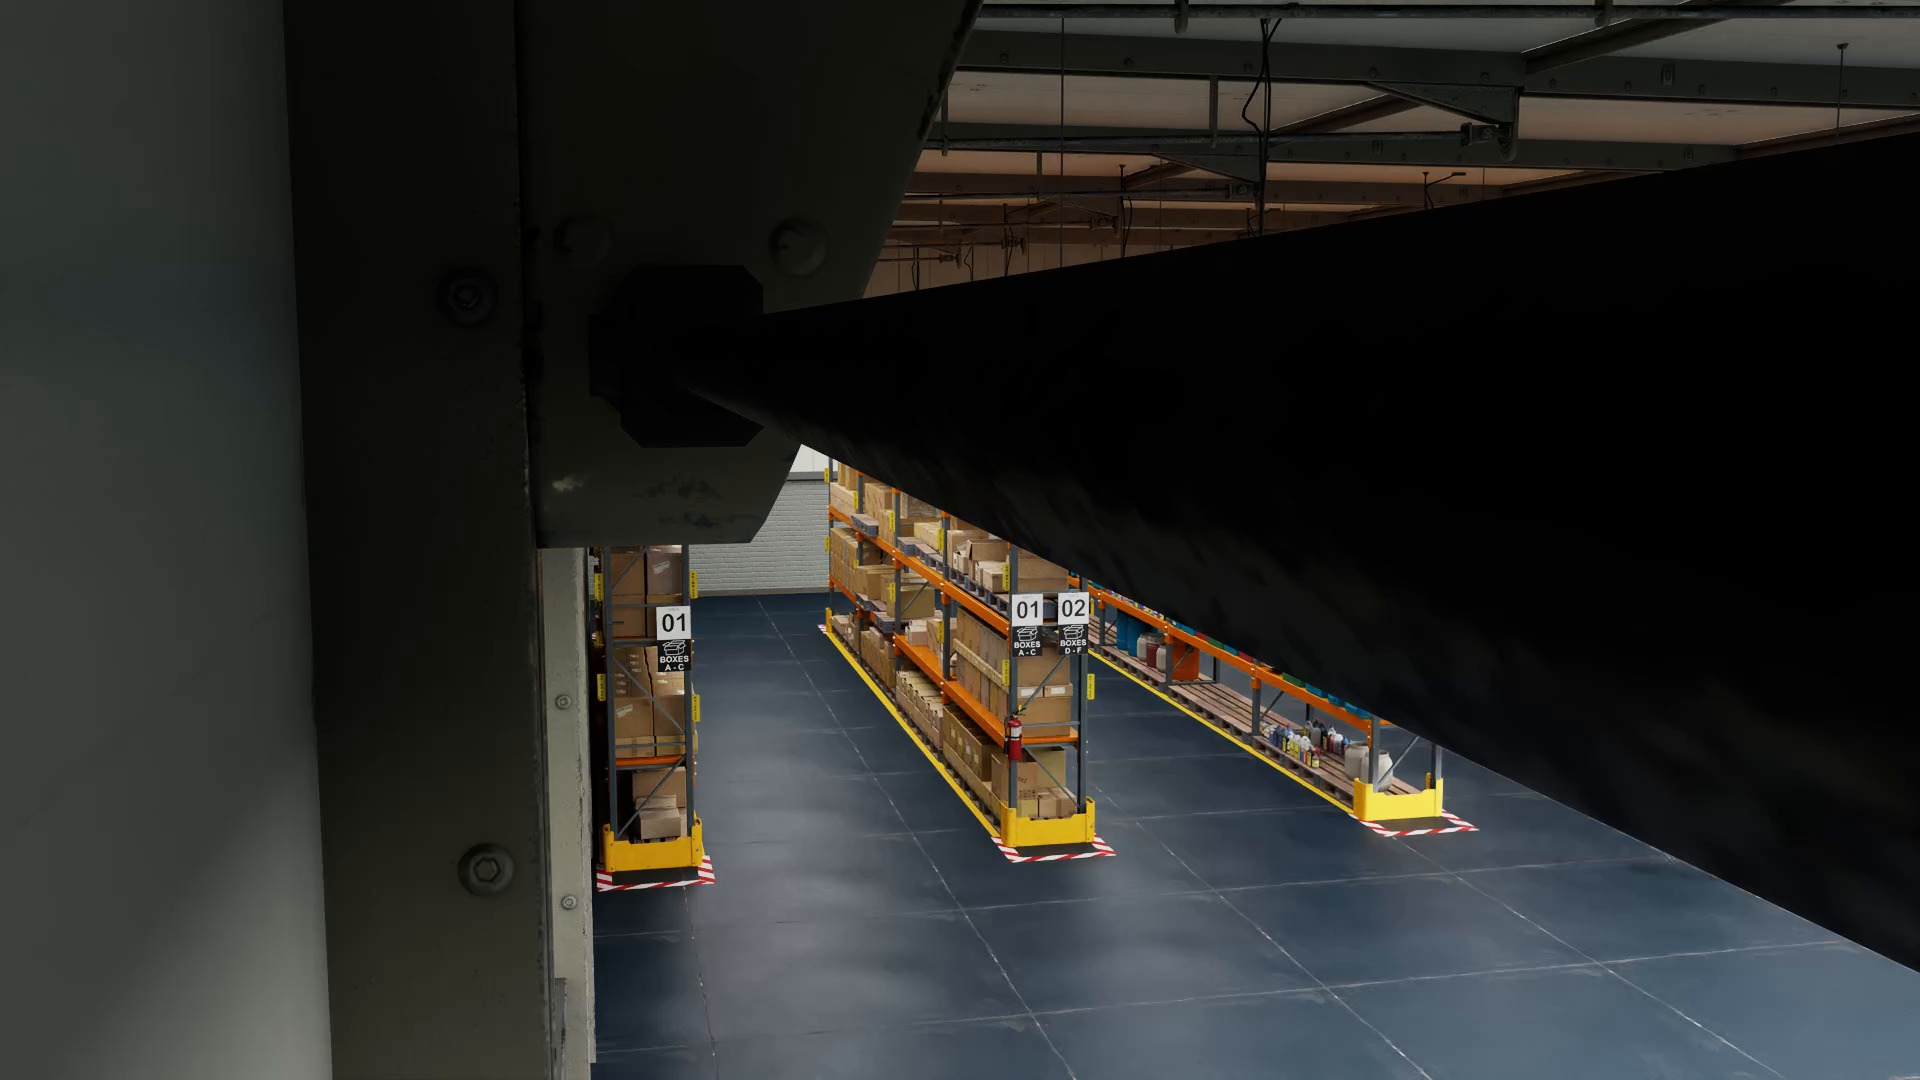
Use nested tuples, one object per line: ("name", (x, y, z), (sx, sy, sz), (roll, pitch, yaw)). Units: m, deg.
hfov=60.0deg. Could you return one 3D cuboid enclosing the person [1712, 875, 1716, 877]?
("person", (9.006, 3.176, 19.739), (0.598, 1.669, 0.631), (4, 8, 29))
